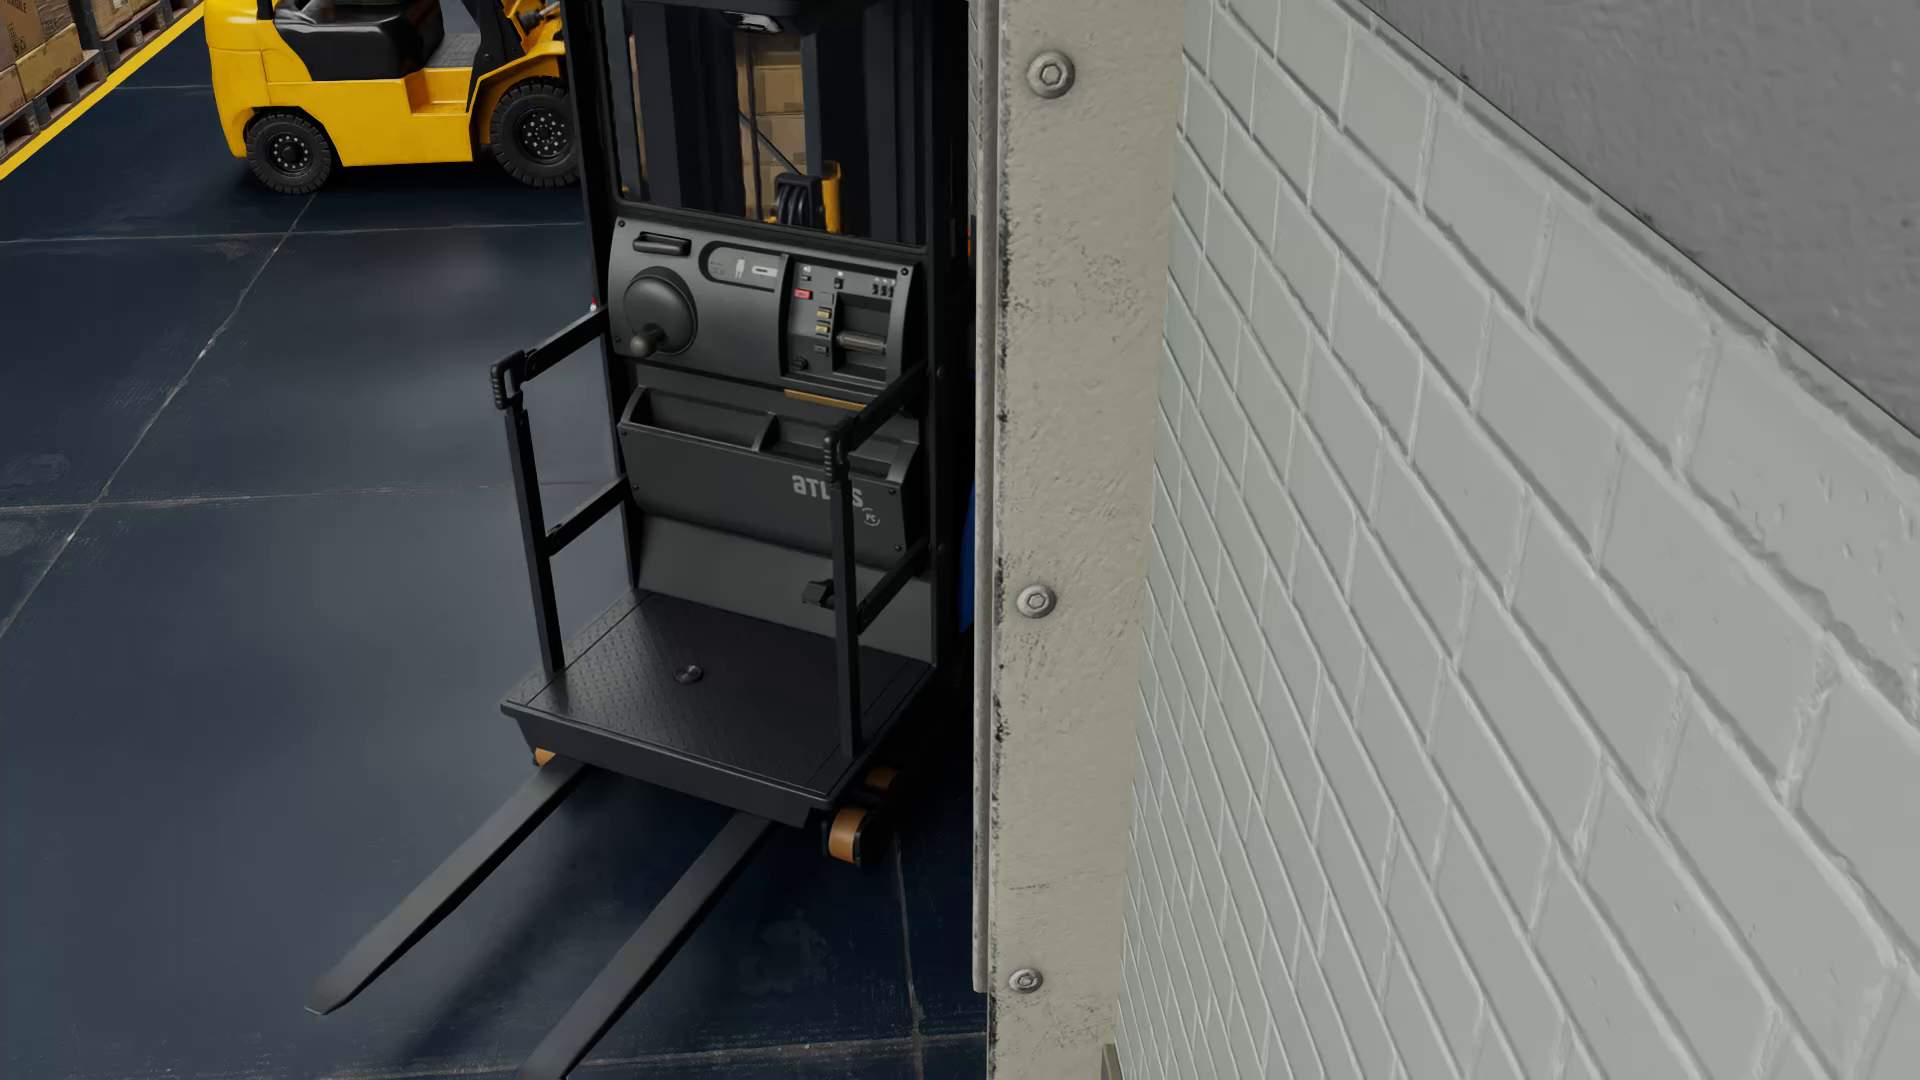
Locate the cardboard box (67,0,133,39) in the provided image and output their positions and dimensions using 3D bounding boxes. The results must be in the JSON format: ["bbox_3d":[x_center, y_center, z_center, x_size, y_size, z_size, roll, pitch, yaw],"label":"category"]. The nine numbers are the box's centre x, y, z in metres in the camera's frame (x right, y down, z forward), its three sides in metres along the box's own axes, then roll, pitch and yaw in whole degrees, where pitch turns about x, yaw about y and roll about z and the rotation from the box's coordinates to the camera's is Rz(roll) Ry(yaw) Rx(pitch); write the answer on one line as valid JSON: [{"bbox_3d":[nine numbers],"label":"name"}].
[{"bbox_3d":[-6.555,-3.842,11.910,0.950,0.372,0.625,-2,31,-4],"label":"cardboard box"}]

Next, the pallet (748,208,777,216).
[{"bbox_3d":[-1.302,-1.911,9.244,1.003,0.211,1.213,-3,31,-5],"label":"pallet"}]

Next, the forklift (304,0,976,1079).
[{"bbox_3d":[-0.642,-0.594,4.387,1.130,2.935,3.031,13,33,20],"label":"forklift"}]

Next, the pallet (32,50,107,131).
[{"bbox_3d":[-6.406,-2.984,11.040,1.003,0.211,1.213,-3,31,-5],"label":"pallet"}]

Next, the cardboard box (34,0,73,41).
[{"bbox_3d":[-6.181,-3.555,10.817,0.500,0.500,0.500,-3,31,-5],"label":"cardboard box"}]

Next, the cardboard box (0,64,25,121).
[{"bbox_3d":[-6.078,-2.702,10.120,0.500,0.250,0.500,-2,31,-4],"label":"cardboard box"}]

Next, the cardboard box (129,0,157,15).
[{"bbox_3d":[-6.626,-4.209,12.524,0.950,0.372,0.625,-1,31,-1],"label":"cardboard box"}]

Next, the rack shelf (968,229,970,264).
[{"bbox_3d":[-0.088,-1.076,6.115,0.258,0.148,0.480,-3,31,-5],"label":"rack shelf"}]

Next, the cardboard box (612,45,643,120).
[{"bbox_3d":[-1.542,-2.369,8.588,0.500,0.250,0.500,-2,31,-3],"label":"cardboard box"}]

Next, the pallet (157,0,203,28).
[{"bbox_3d":[-6.695,-4.347,13.322,1.003,0.211,1.213,-3,31,-5],"label":"pallet"}]

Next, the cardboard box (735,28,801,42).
[{"bbox_3d":[-1.095,-2.658,9.072,0.500,0.250,0.500,-3,31,-5],"label":"cardboard box"}]

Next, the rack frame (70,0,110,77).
[{"bbox_3d":[-6.504,-4.522,10.896,1.000,3.000,0.127,-3,31,-5],"label":"rack frame"}]

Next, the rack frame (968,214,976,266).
[{"bbox_3d":[-0.063,-0.614,6.108,0.240,1.200,0.015,-3,31,-5],"label":"rack frame"}]

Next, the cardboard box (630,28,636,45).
[{"bbox_3d":[-1.596,-2.629,9.024,0.500,0.250,0.500,-2,31,-4],"label":"cardboard box"}]

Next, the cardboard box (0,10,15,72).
[{"bbox_3d":[-6.083,-3.035,9.946,0.500,0.500,0.500,-1,31,-2],"label":"cardboard box"}]

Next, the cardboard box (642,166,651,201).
[{"bbox_3d":[-1.547,-1.944,8.852,0.500,0.250,0.500,-3,31,-4],"label":"cardboard box"}]

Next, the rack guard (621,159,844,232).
[{"bbox_3d":[-1.186,-1.634,8.499,1.175,0.500,0.348,-3,31,-5],"label":"rack guard"}]

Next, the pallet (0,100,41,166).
[{"bbox_3d":[-6.289,-2.360,9.995,1.003,0.211,1.213,-3,31,-5],"label":"pallet"}]

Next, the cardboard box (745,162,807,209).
[{"bbox_3d":[-1.040,-1.980,8.911,0.500,0.250,0.500,-3,31,-4],"label":"cardboard box"}]

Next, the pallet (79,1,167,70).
[{"bbox_3d":[-6.578,-3.723,12.276,1.003,0.211,1.213,-3,31,-5],"label":"pallet"}]

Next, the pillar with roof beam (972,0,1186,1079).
[{"bbox_3d":[-4.082,-2.424,1.534,9.100,9.000,0.400,-3,31,-5],"label":"pillar with roof beam"}]

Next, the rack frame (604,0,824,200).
[{"bbox_3d":[-1.188,-2.720,7.878,1.000,3.000,0.127,-3,31,-5],"label":"rack frame"}]

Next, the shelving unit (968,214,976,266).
[{"bbox_3d":[-0.088,-0.739,6.317,0.258,1.200,0.503,-3,31,-5],"label":"shelving unit"}]

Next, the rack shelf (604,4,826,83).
[{"bbox_3d":[-1.375,-3.432,9.772,1.077,0.370,4.000,-3,31,-5],"label":"rack shelf"}]

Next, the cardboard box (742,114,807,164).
[{"bbox_3d":[-1.026,-2.184,8.766,0.500,0.250,0.500,-2,31,-4],"label":"cardboard box"}]

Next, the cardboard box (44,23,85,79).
[{"bbox_3d":[-6.181,-3.233,11.010,0.500,0.250,0.500,-1,31,-2],"label":"cardboard box"}]

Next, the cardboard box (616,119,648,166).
[{"bbox_3d":[-1.545,-2.168,8.738,0.500,0.250,0.500,-3,31,-5],"label":"cardboard box"}]

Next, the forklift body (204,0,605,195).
[{"bbox_3d":[-3.182,-3.236,9.570,2.313,2.155,1.214,-3,31,-5],"label":"forklift body"}]

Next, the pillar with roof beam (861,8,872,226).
[{"bbox_3d":[-4.642,-5.488,6.662,9.100,9.000,0.400,-3,31,-5],"label":"pillar with roof beam"}]

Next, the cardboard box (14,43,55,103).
[{"bbox_3d":[-6.121,-2.962,10.555,0.500,0.250,0.500,-4,31,-6],"label":"cardboard box"}]

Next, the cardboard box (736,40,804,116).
[{"bbox_3d":[-1.045,-2.403,8.645,0.500,0.250,0.500,-3,31,-5],"label":"cardboard box"}]

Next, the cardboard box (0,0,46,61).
[{"bbox_3d":[-6.132,-3.295,10.382,0.500,0.500,0.500,-2,31,-4],"label":"cardboard box"}]
